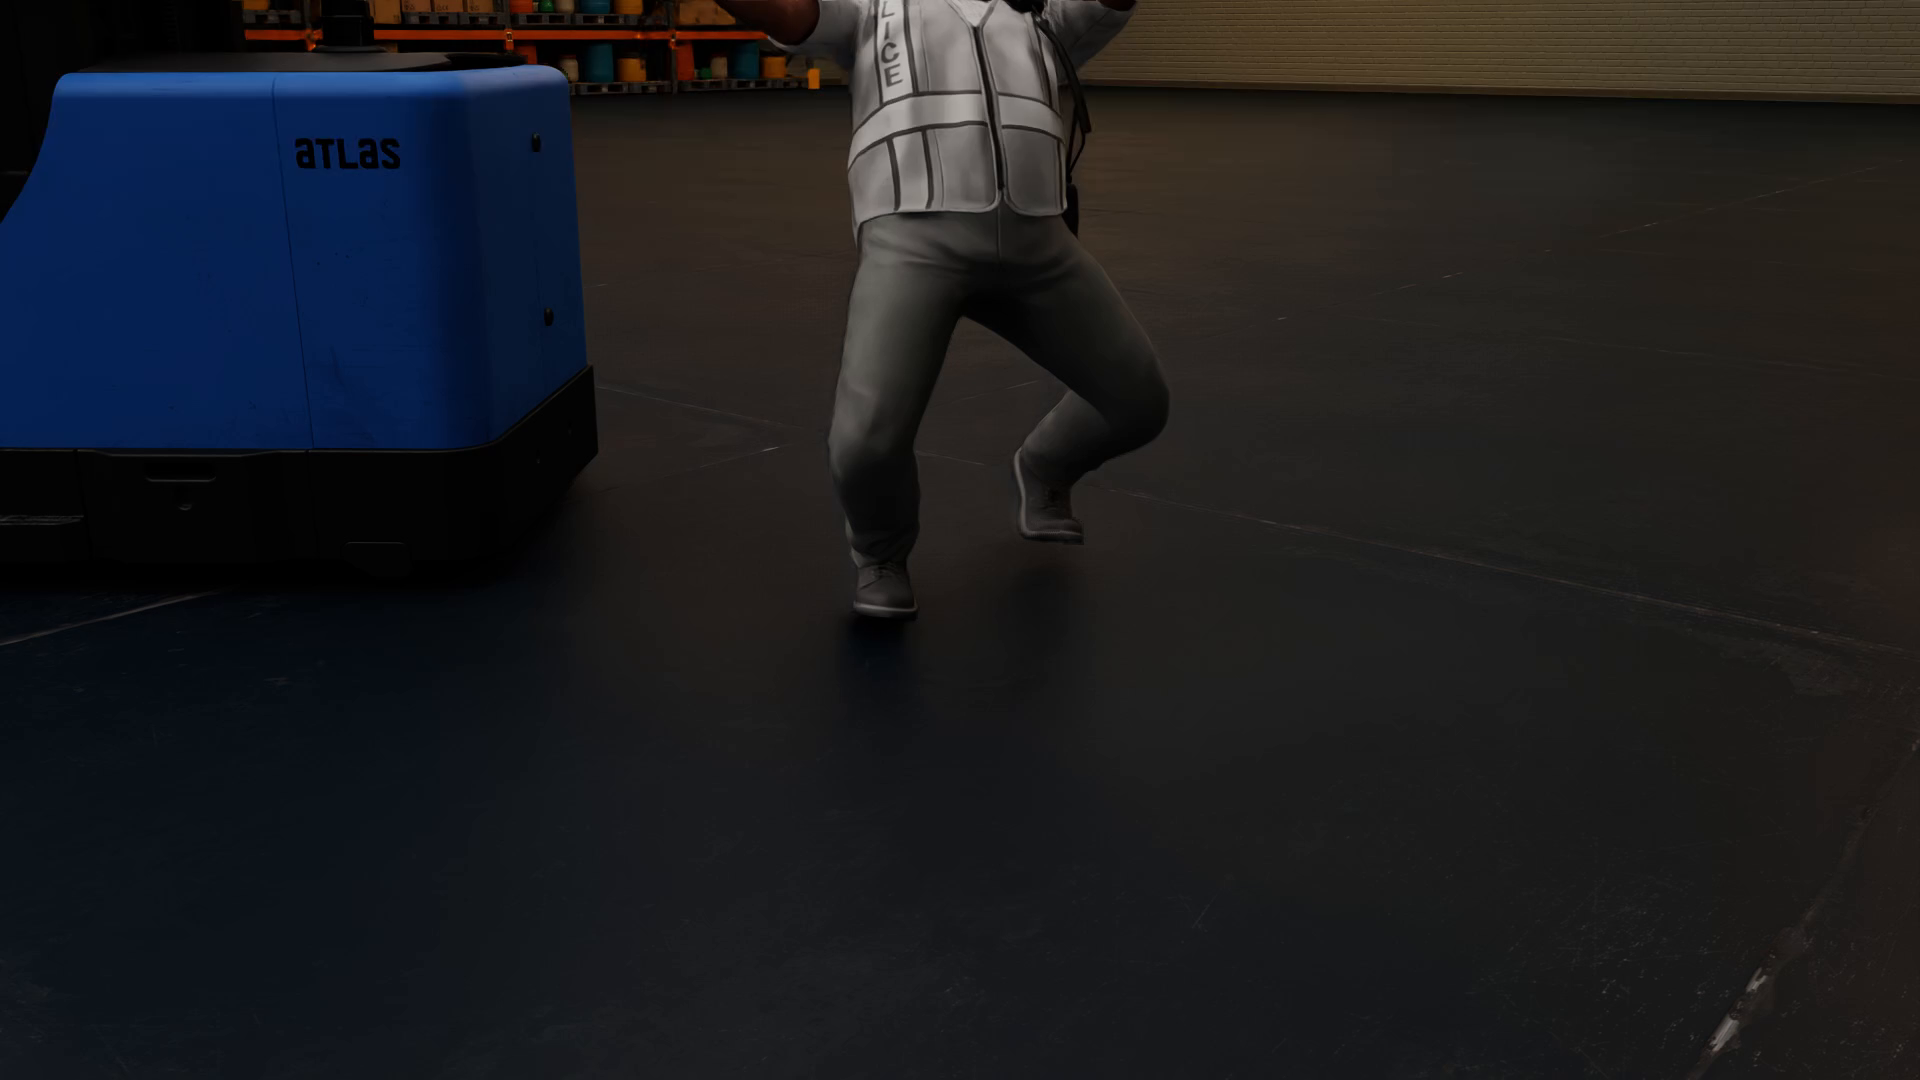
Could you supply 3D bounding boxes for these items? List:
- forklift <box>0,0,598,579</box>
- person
[{"bbox_3d":[-2.493,-1.450,3.673,3.031,2.935,1.130,0,17,1],"label":"forklift"},{"bbox_3d":[-0.150,-0.644,3.283,1.072,1.594,0.737,-8,19,-25],"label":"person"}]
